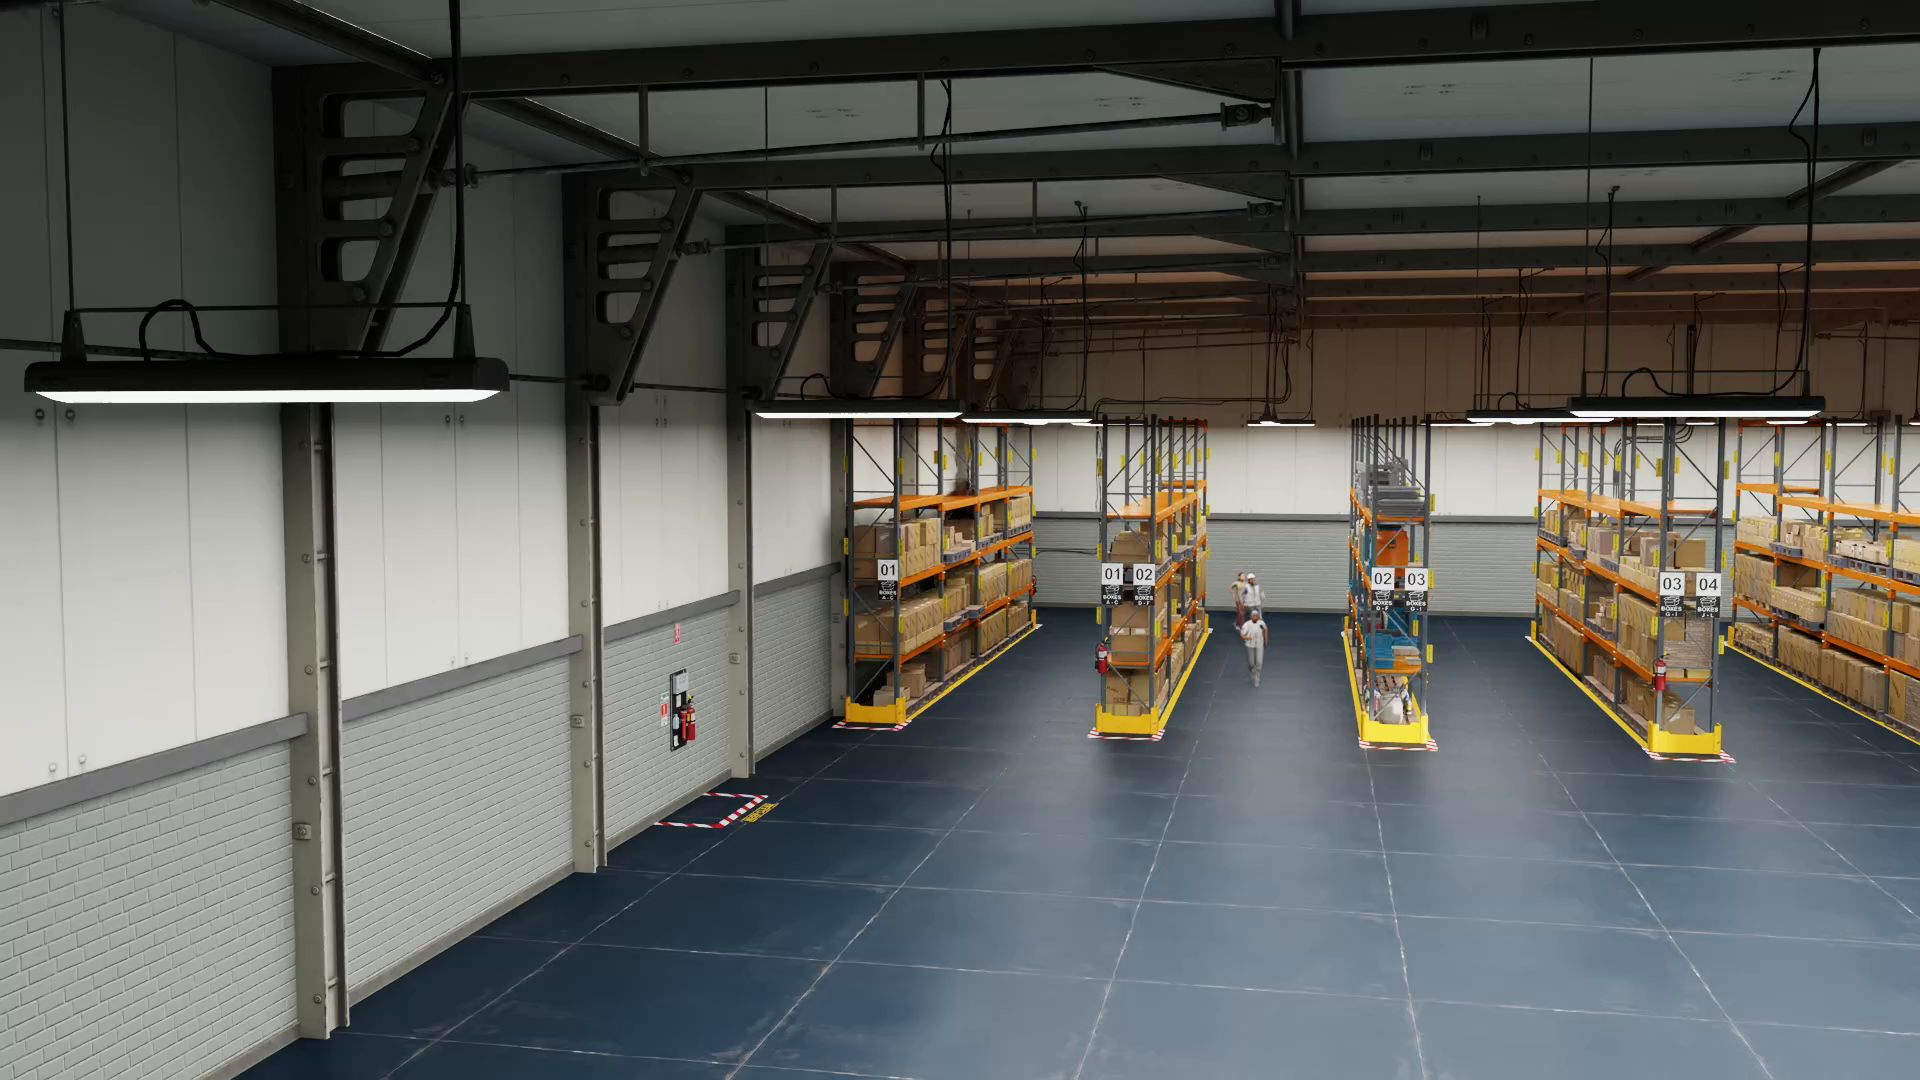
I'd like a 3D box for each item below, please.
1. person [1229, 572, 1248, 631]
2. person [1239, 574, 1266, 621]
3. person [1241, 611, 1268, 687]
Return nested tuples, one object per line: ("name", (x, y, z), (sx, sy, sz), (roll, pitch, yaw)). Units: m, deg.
("person", (7.938, 1.736, 46.887), (0.585, 1.662, 0.881), (-1, 4, -18))
("person", (8.117, 1.797, 46.239), (0.763, 1.733, 0.610), (-1, 4, -10))
("person", (6.614, 2.429, 37.375), (0.636, 1.712, 0.895), (0, 4, 1))
